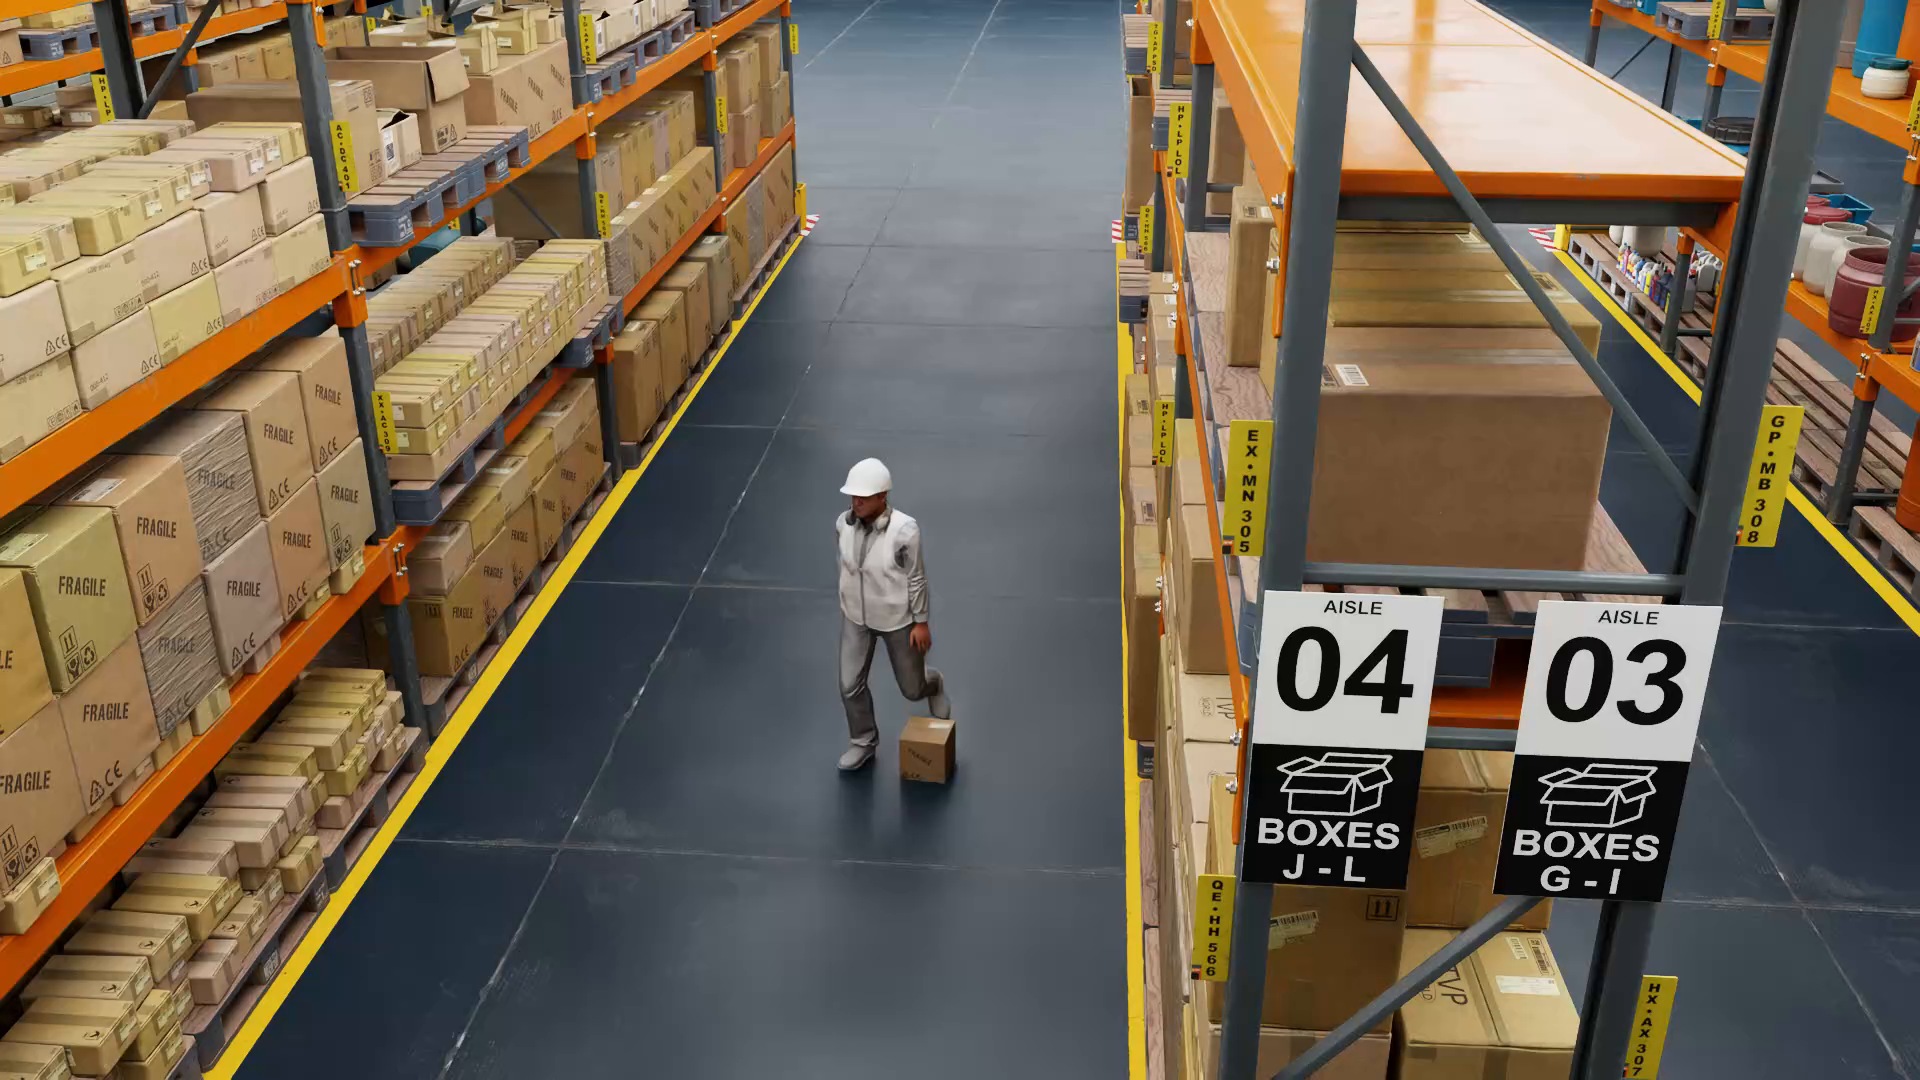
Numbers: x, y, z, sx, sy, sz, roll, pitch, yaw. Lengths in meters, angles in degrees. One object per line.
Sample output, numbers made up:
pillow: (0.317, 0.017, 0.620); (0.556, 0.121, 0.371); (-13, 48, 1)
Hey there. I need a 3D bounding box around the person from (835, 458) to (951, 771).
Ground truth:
person: (-0.363, 0.340, 8.812); (0.570, 1.737, 0.799); (11, 27, 23)
